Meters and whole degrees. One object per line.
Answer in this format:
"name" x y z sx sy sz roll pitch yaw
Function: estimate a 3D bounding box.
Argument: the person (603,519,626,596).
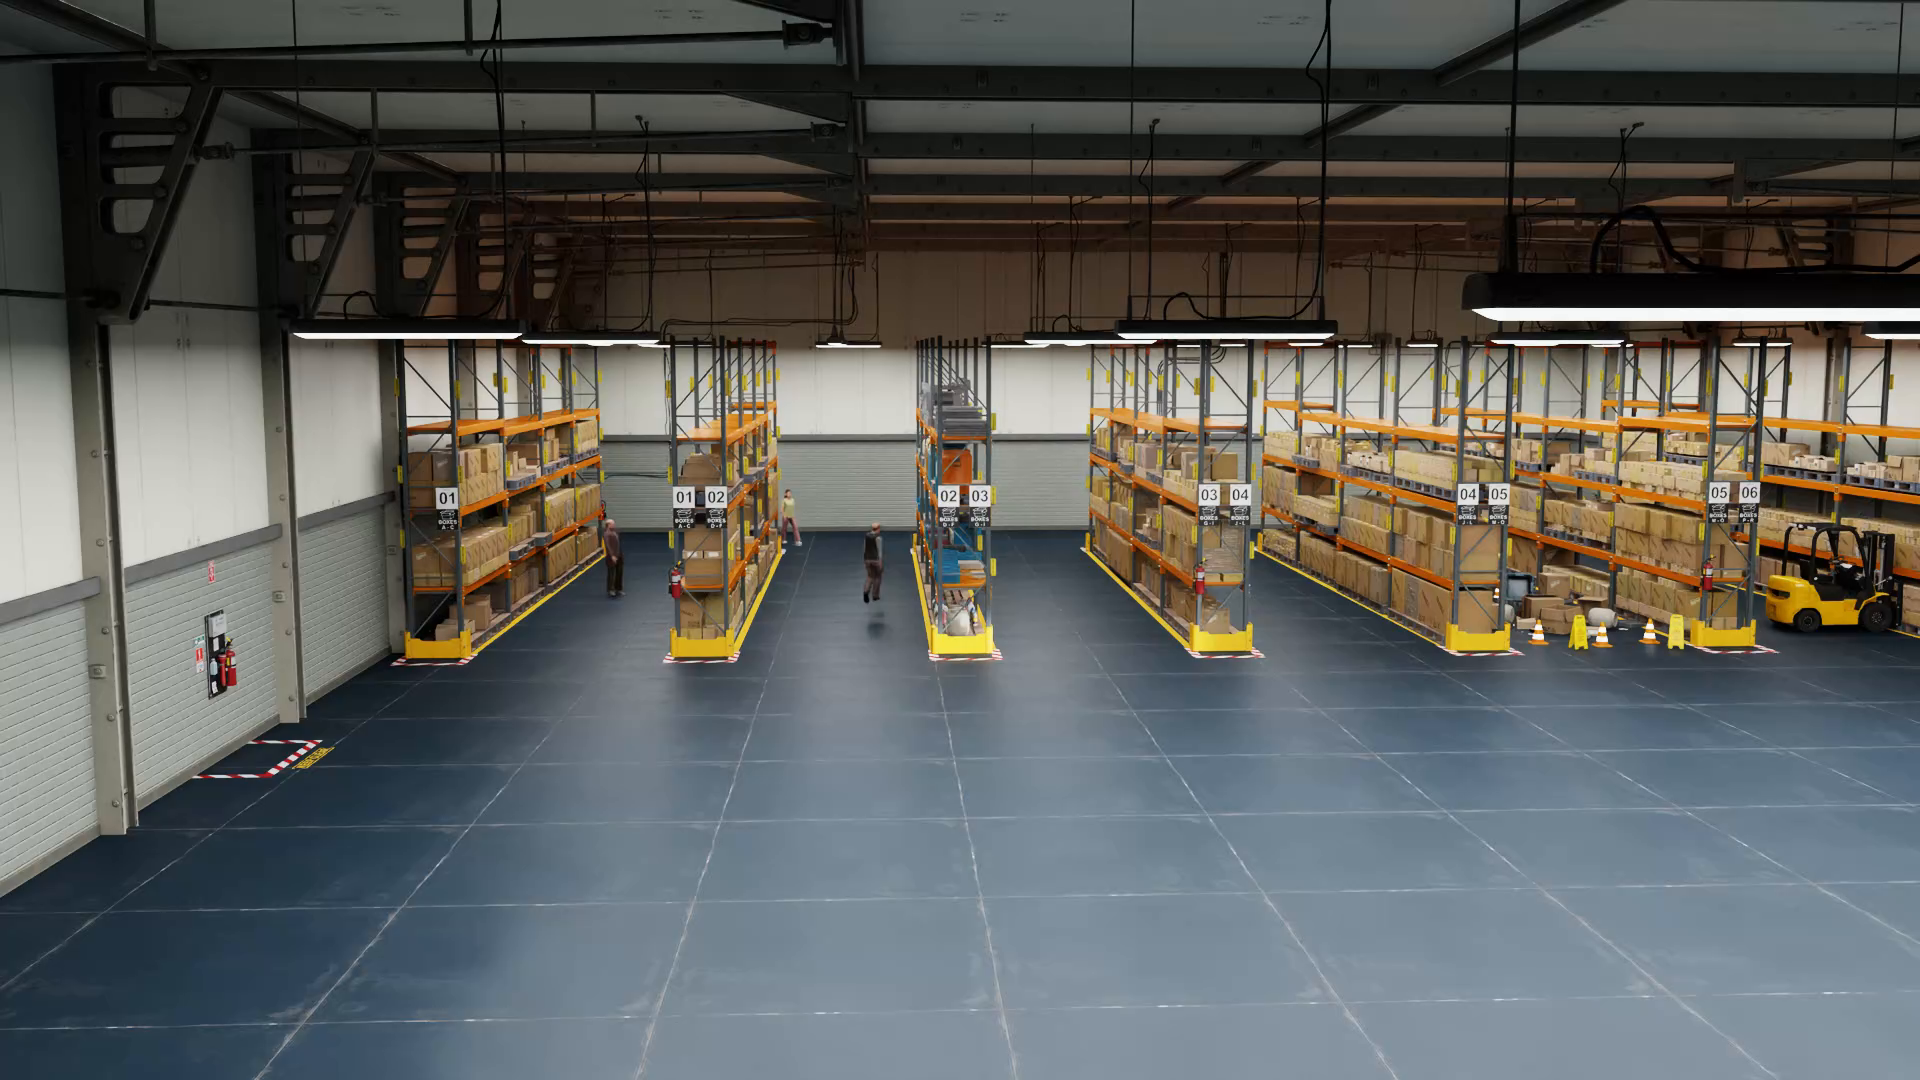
"person" -8.102 0.430 39.019 0.584 1.831 0.639 5 8 36

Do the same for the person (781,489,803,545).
"person" -5.023 -0.683 48.972 0.480 1.622 0.953 -4 8 -32

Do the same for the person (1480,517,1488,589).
"person" 12.456 0.340 39.699 0.645 1.798 0.692 -1 7 -12

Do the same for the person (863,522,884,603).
"person" -1.903 0.499 36.273 0.546 1.768 0.497 4 8 31
